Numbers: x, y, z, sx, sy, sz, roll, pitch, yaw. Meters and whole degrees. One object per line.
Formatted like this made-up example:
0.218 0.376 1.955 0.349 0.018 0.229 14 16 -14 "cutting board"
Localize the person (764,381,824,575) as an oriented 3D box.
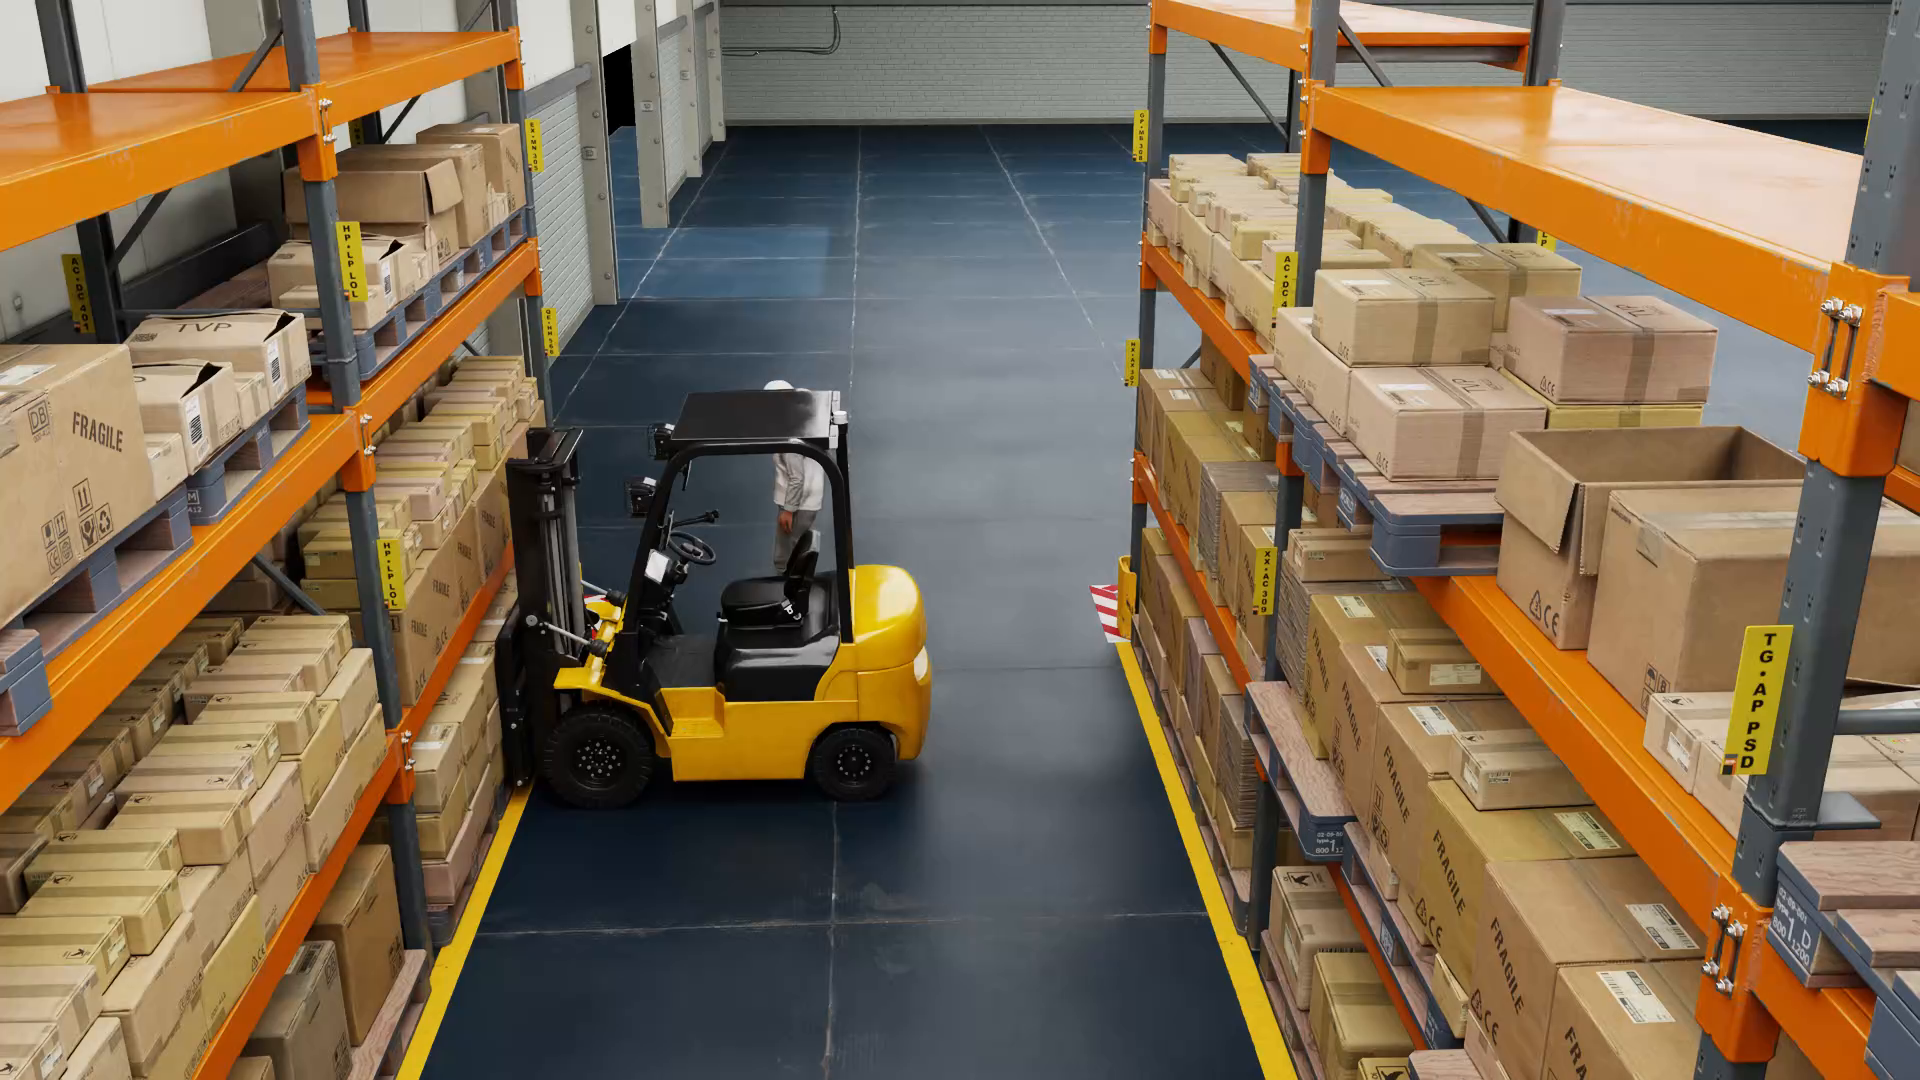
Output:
-1.194 -0.272 11.776 0.466 1.771 0.584 -1 20 -4 "person"
